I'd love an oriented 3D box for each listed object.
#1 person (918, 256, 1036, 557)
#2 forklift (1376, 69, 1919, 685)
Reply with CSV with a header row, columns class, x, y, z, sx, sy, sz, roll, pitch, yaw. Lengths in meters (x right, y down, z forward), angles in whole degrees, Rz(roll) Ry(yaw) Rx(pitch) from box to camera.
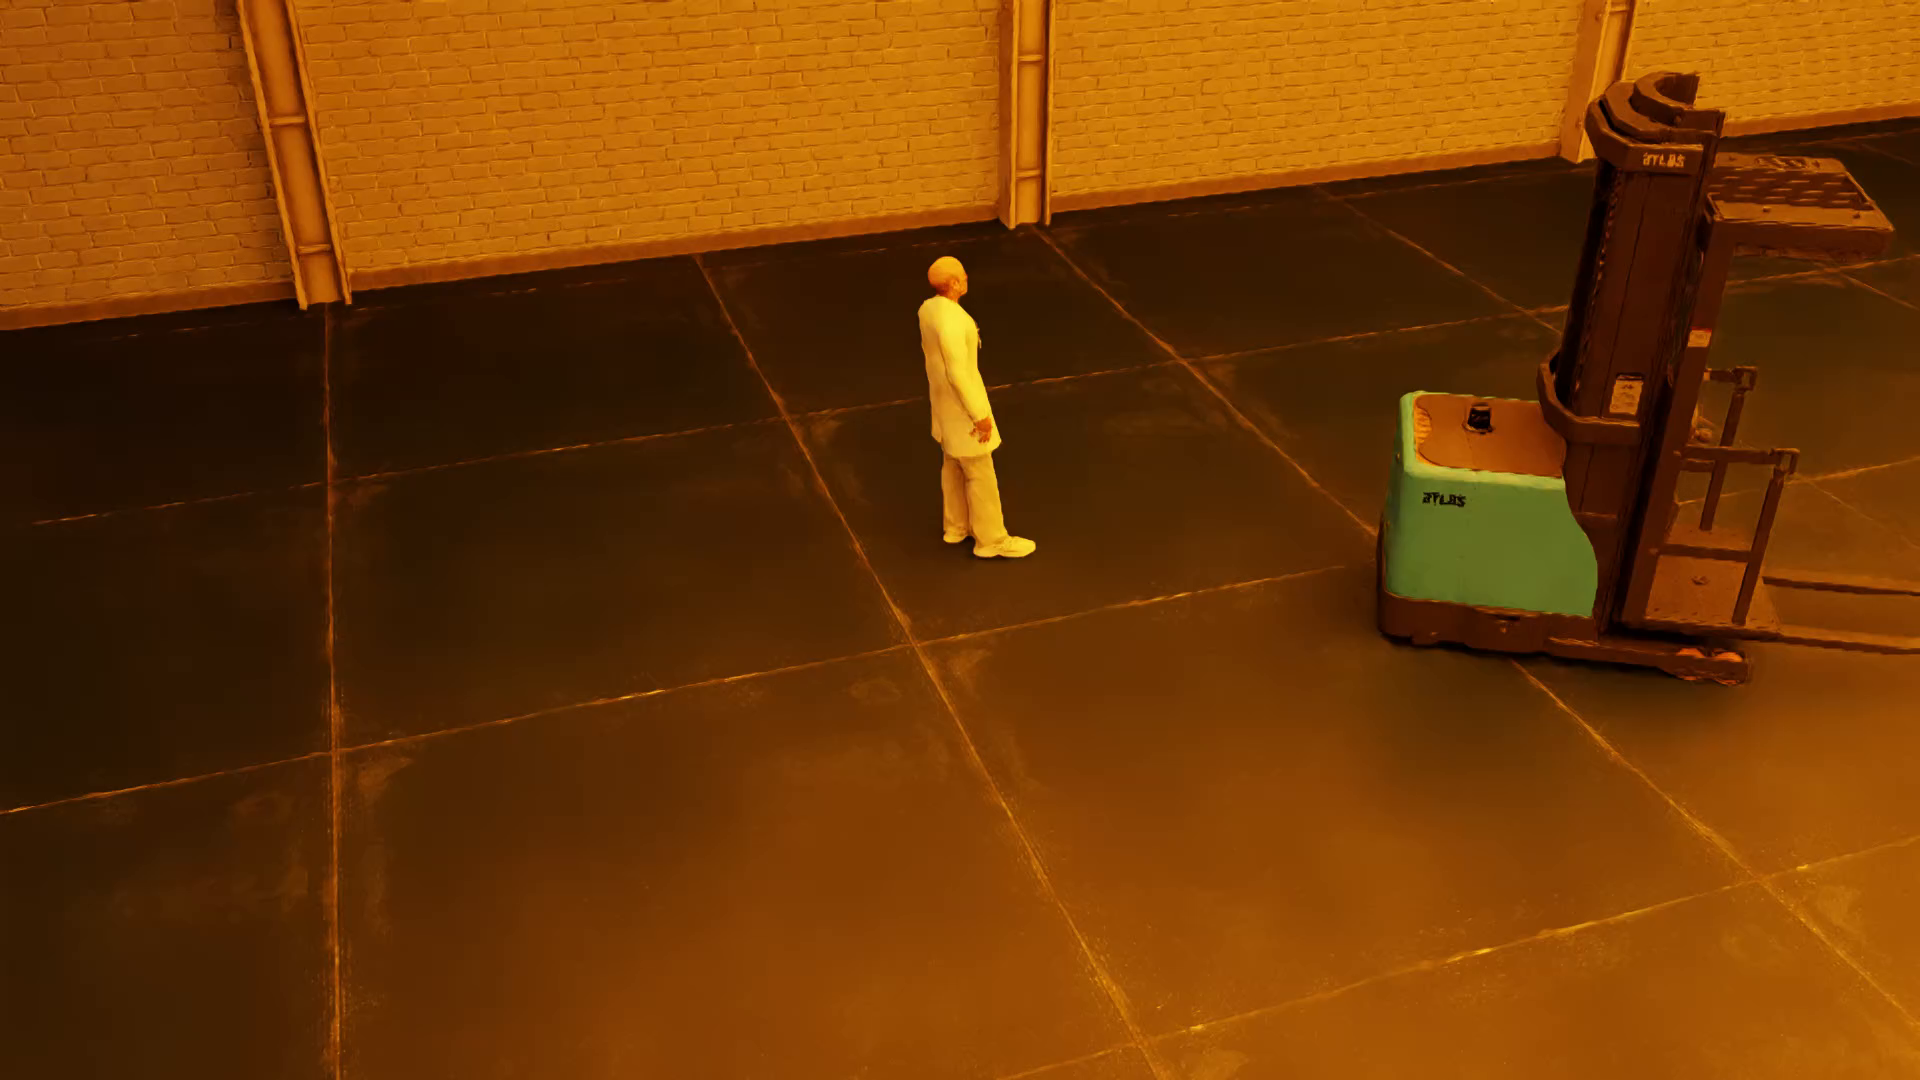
class,x,y,z,sx,sy,sz,roll,pitch,yaw
person,0.088,-0.789,9.600,0.579,1.776,0.694,-10,31,-16
forklift,3.852,-0.804,8.484,3.031,2.935,1.130,6,30,10
